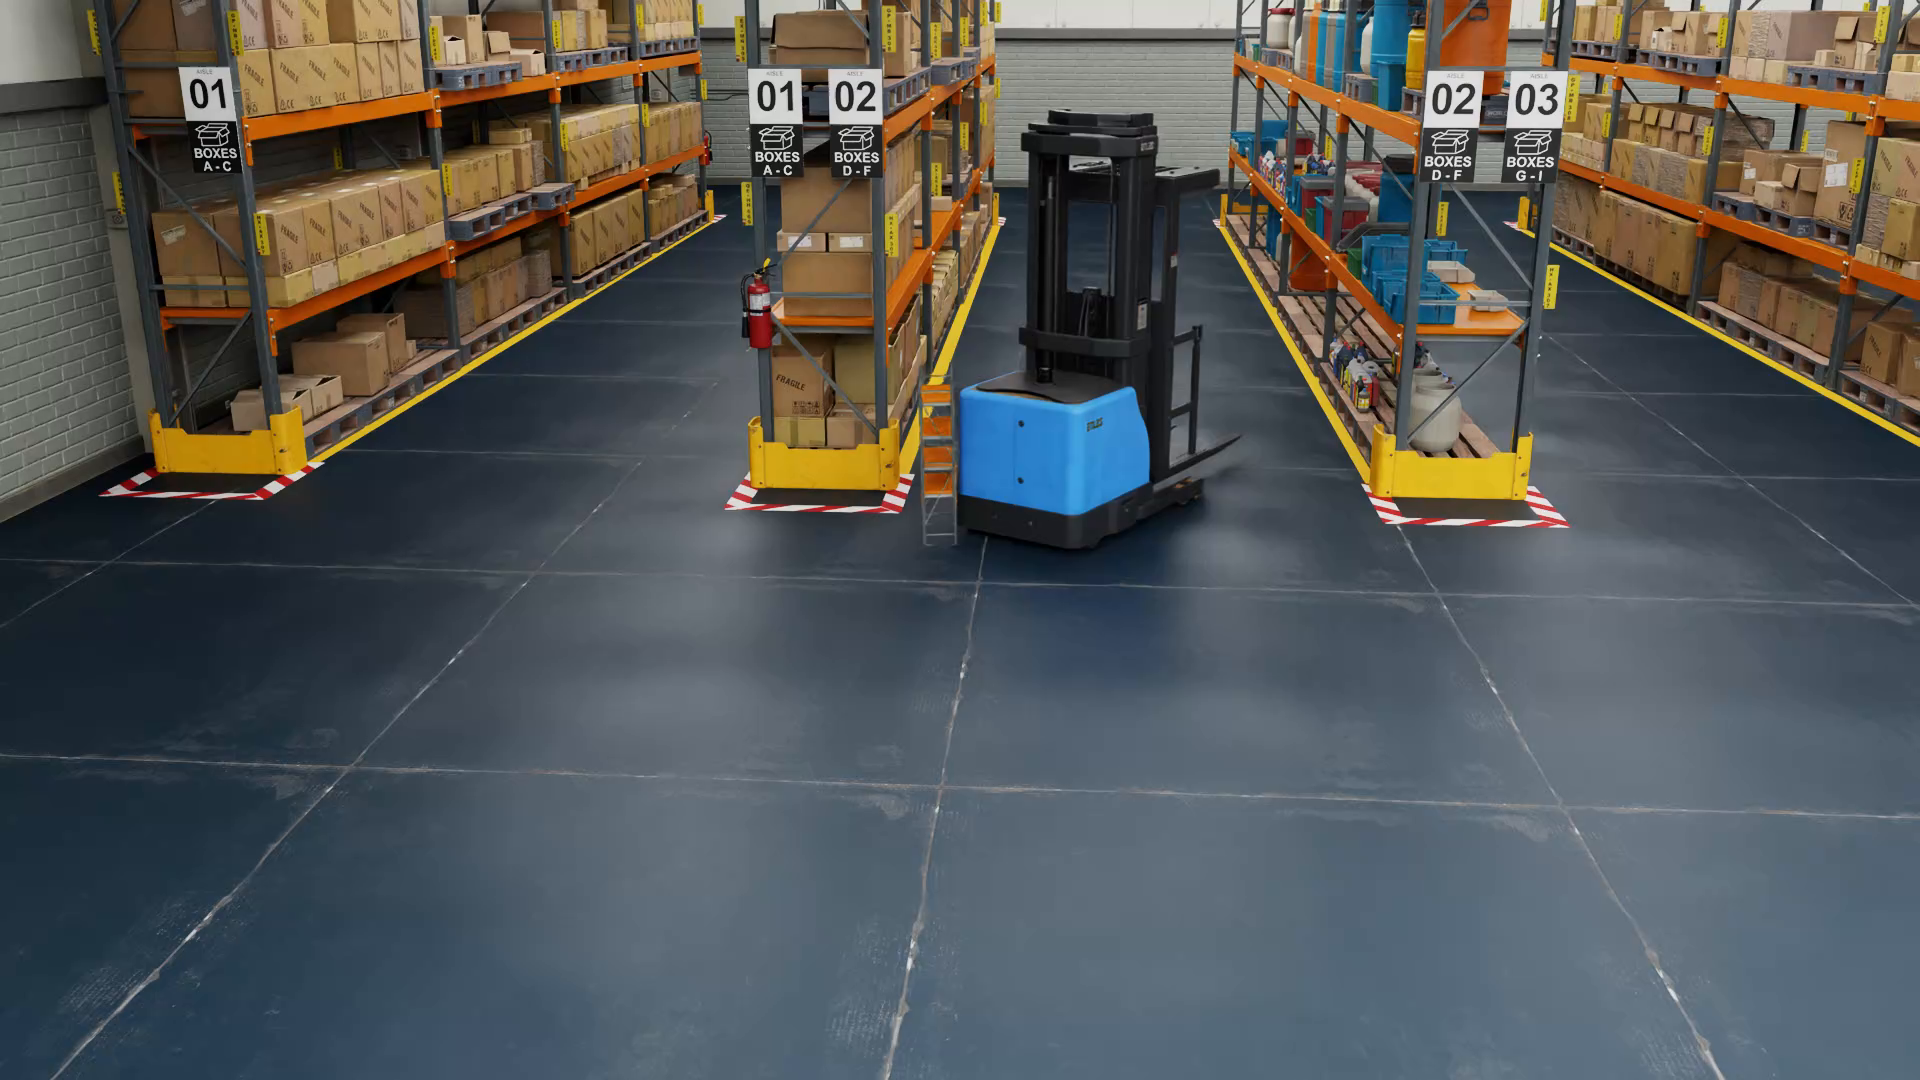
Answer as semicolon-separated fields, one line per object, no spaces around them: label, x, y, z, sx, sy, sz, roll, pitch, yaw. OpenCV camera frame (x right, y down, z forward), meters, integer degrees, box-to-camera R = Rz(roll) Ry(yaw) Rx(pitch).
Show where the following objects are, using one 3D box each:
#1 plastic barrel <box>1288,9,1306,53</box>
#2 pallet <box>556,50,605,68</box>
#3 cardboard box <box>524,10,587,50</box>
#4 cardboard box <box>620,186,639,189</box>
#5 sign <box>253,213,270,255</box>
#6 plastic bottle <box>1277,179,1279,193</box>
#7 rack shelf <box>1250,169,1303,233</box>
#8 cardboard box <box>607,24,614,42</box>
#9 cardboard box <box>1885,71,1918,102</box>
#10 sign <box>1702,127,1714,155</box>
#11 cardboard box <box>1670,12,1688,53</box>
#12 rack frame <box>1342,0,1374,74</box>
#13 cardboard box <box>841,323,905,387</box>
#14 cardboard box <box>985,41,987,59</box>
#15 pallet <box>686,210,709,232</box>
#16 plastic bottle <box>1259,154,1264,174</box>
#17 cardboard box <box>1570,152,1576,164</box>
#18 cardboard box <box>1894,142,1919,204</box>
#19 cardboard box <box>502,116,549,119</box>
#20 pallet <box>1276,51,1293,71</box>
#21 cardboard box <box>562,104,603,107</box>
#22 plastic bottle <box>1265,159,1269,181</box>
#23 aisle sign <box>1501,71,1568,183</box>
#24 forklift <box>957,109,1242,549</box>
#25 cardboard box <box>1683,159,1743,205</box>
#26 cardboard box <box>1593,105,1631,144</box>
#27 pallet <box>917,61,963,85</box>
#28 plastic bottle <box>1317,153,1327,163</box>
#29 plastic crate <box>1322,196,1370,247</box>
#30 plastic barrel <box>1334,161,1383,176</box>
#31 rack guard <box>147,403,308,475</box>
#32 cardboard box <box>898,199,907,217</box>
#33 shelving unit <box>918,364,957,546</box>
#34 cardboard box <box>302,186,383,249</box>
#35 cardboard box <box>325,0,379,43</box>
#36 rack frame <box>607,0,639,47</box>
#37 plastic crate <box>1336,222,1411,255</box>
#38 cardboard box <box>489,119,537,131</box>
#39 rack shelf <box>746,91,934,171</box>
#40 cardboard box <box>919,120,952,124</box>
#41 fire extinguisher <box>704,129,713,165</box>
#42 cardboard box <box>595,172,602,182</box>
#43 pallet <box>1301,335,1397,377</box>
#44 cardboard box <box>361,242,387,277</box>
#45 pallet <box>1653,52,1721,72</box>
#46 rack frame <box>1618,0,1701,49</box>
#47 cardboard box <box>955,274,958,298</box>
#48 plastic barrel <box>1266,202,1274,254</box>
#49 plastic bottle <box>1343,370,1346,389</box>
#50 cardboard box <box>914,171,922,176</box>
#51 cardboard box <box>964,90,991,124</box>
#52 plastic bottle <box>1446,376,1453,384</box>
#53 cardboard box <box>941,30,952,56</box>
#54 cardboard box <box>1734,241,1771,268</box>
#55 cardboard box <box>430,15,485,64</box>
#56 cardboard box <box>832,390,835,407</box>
plastic barrel;4.416;-6.504;21.245;0.433;0.535;0.433;0;18;0
pallet;-5.372;-6.366;22.019;1.003;0.211;1.213;2;18;6
cardboard box;-5.403;-6.806;22.194;0.700;0.500;0.500;1;18;4
cardboard box;-5.154;-5.479;26.124;0.380;0.149;0.250;1;18;2
sign;-5.474;-2.396;13.028;0.100;0.325;0.005;1;18;4
plastic bottle;4.121;-4.559;21.339;0.097;0.201;0.097;0;18;0
rack shelf;4.583;-4.540;22.115;1.077;0.370;4.000;1;18;4
cardboard box;-5.340;-7.543;24.714;0.500;0.250;0.500;1;18;4
cardboard box;8.805;-4.128;15.126;0.500;0.250;0.500;1;18;2
sign;8.826;-4.711;19.625;0.100;0.325;0.005;1;18;4
cardboard box;9.505;-6.459;21.159;0.797;0.503;0.637;1;18;3
rack frame;4.153;-5.869;15.382;1.000;3.000;0.127;1;18;4
cardboard box;-0.757;-1.609;14.554;0.500;0.500;0.500;1;18;4
cardboard box;0.145;-7.424;25.188;0.500;0.250;0.500;1;18;4
pallet;-4.848;-5.391;28.036;1.003;0.211;1.213;1;18;4
plastic bottle;4.265;-5.301;23.472;0.061;0.283;0.133;1;18;4
cardboard box;9.453;-5.774;25.130;0.380;0.149;0.250;1;18;3
cardboard box;8.773;-3.282;14.878;0.500;0.500;0.500;1;18;4
cardboard box;-5.628;-5.344;21.539;0.500;0.250;0.500;1;18;2
pallet;4.689;-6.240;21.636;1.003;0.211;1.213;1;18;4
cardboard box;-5.448;-6.141;23.974;0.500;0.250;0.500;2;18;6
plastic bottle;4.211;-5.067;22.757;0.061;0.283;0.133;1;18;4
aisle sign;4.153;-2.982;12.032;0.394;0.787;0.004;1;18;4
forklift;1.225;-1.730;12.497;1.130;2.935;3.031;12;22;32
cardboard box;9.168;-4.356;20.239;0.500;0.500;0.500;2;18;6
cardboard box;9.433;-5.967;23.876;0.500;0.500;0.500;2;18;5
pallet;-0.538;-5.148;18.301;1.003;0.211;1.213;2;18;6
plastic bottle;4.973;-5.129;22.838;0.144;0.351;0.185;1;18;4
plastic crate;3.882;-3.206;16.786;0.402;0.464;0.583;1;18;4
plastic barrel;4.708;-4.174;19.626;0.600;0.536;0.708;1;18;4
rack guard;-6.010;-0.833;13.661;1.175;0.500;0.348;1;18;4
cardboard box;-0.686;-3.002;15.065;0.380;0.149;0.250;2;18;5
shelving unit;-0.157;-0.607;11.838;0.258;1.200;0.503;-2;18;0
cardboard box;-5.568;-2.907;14.982;0.500;0.500;0.500;2;18;6
cardboard box;-5.550;-4.702;14.840;0.500;0.500;0.500;1;18;2
rack frame;-5.155;-8.575;23.640;1.000;3.000;0.127;1;18;4
plastic crate;3.988;-2.829;15.838;0.767;0.338;0.504;1;18;4
cardboard box;-5.668;-5.183;21.048;0.500;0.250;0.500;2;18;5
rack shelf;-0.931;-3.592;14.407;1.077;0.370;4.000;1;18;4
cardboard box;-0.471;-5.719;23.725;0.700;0.500;0.500;-5;19;-15
fire extinguisher;-4.397;-6.789;28.547;0.296;0.674;0.183;1;18;4
cardboard box;-5.088;-4.945;22.569;0.380;0.149;0.250;1;18;4
pallet;4.170;-1.938;17.497;1.003;0.211;1.213;1;18;4
cardboard box;-5.560;-2.556;15.116;0.500;0.250;0.500;1;18;4
pallet;9.450;-6.034;21.007;1.003;0.211;1.213;2;18;6
rack frame;9.666;-8.243;22.627;1.000;3.000;0.127;1;18;4
cardboard box;-0.295;-3.096;20.296;0.500;0.250;0.500;2;18;5
plastic barrel;4.670;-4.536;23.646;0.600;0.901;0.708;1;18;4
plastic bottle;3.624;-1.510;15.501;0.097;0.201;0.097;0;18;0
cardboard box;-0.605;-3.898;18.842;0.500;0.500;0.500;0;18;1
cardboard box;0.210;-6.757;25.962;0.500;0.500;0.500;2;18;6
plastic bottle;4.341;-1.320;14.790;0.061;0.283;0.133;2;18;5
cardboard box;-0.503;-5.981;20.382;0.910;0.500;0.500;1;18;4
cardboard box;9.362;-3.319;19.337;0.500;0.250;0.500;2;18;6
cardboard box;-5.521;-5.463;18.125;0.500;0.500;0.500;1;18;2
cardboard box;-1.307;-1.109;14.232;0.500;0.250;0.500;1;18;4
